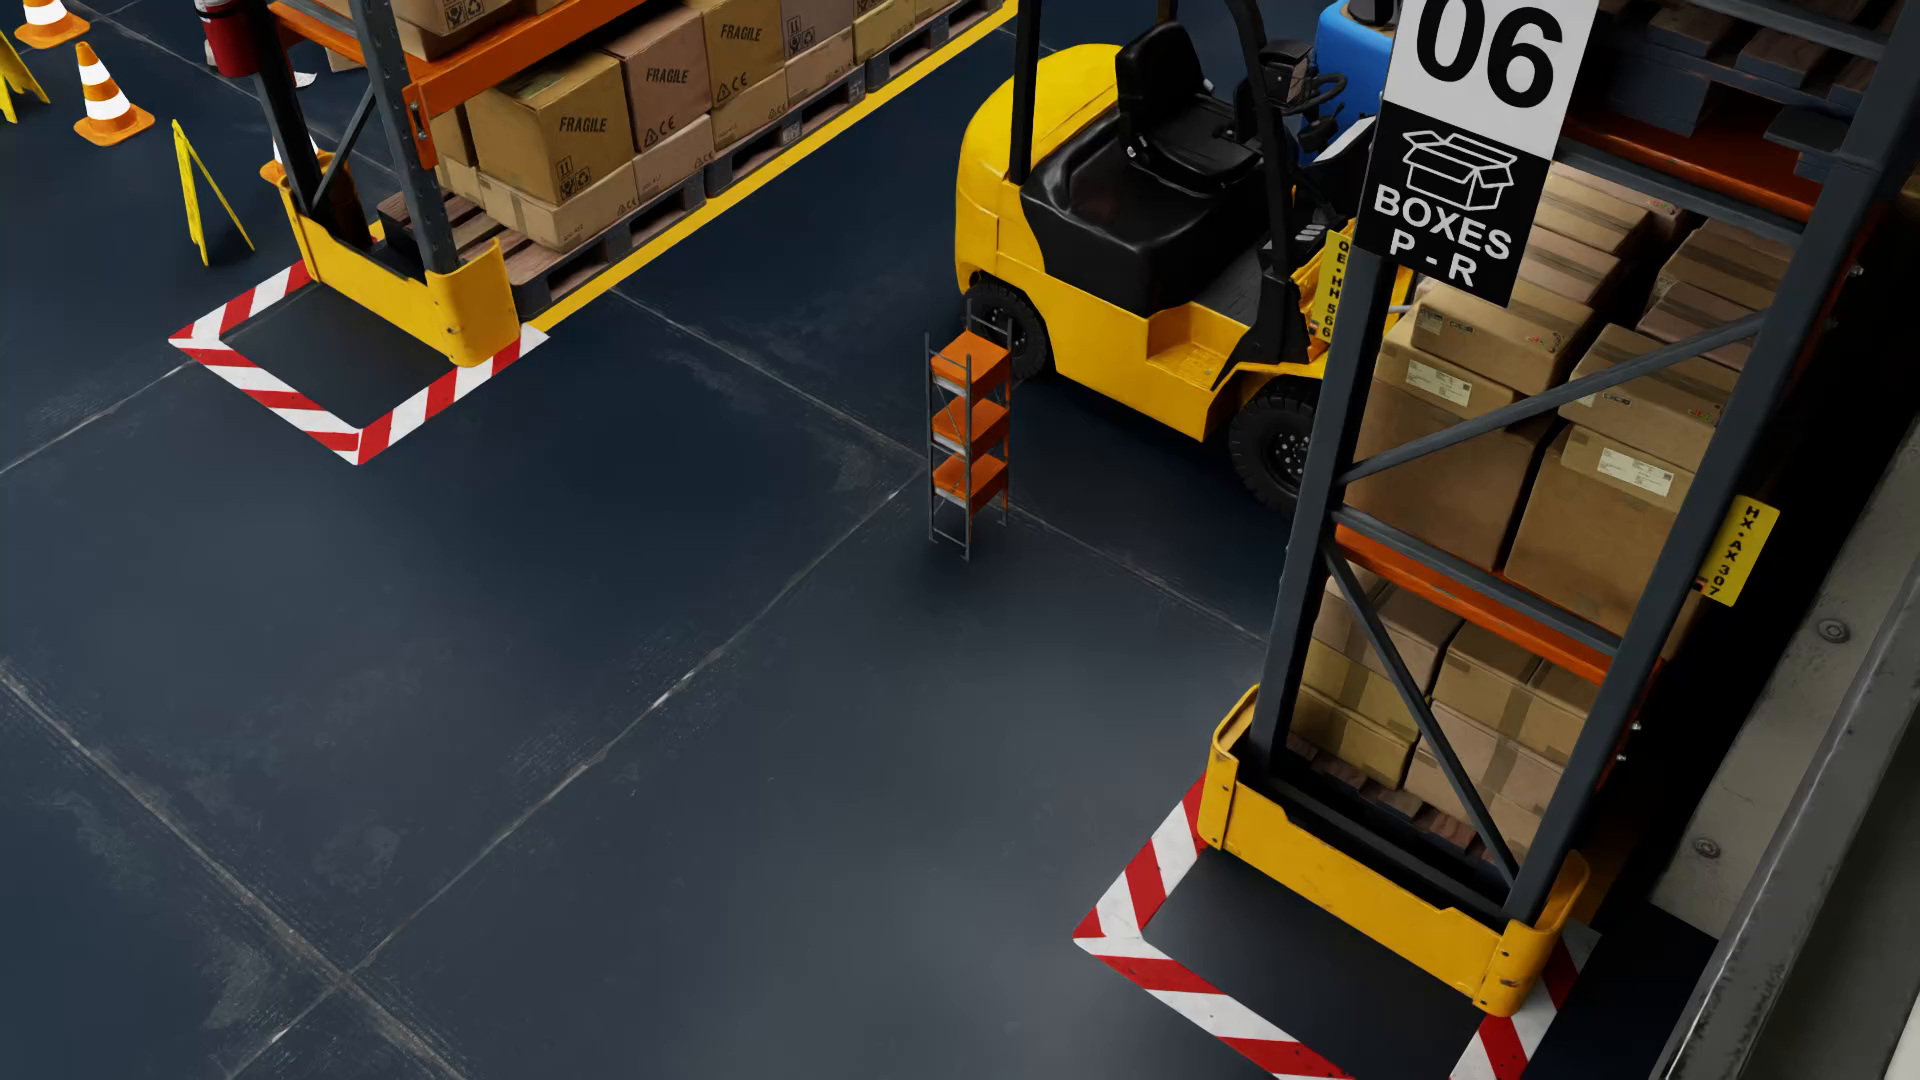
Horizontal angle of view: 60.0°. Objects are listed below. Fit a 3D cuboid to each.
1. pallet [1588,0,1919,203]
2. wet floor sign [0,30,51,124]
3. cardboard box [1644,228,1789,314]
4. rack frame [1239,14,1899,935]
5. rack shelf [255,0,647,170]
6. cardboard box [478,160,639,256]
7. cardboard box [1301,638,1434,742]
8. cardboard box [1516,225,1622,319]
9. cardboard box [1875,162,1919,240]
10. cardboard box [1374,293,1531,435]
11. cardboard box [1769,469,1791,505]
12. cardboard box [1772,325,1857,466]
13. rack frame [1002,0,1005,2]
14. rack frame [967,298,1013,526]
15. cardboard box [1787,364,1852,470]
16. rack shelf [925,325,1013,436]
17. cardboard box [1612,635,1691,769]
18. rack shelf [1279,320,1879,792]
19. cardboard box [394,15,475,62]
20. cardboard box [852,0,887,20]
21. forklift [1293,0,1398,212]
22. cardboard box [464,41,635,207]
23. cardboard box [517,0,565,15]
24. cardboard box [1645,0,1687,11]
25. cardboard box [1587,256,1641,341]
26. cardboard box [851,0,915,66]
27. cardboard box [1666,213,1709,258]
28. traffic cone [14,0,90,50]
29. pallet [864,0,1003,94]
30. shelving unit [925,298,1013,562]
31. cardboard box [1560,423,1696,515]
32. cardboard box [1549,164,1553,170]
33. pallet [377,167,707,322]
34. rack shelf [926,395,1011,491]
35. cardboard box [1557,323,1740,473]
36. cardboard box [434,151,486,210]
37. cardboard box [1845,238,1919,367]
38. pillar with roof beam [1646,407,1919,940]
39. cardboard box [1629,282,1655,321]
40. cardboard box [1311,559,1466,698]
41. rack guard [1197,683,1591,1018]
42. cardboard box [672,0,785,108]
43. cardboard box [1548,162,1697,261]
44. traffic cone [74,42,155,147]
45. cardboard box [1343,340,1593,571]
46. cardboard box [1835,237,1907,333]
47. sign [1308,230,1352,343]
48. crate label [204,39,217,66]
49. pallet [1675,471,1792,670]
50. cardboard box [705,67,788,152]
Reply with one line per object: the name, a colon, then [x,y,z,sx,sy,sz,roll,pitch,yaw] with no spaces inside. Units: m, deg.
pallet: [1.816,-1.296,3.763,1.003,0.211,1.213,29,53,25]
wet floor sign: [-4.996,-2.515,8.569,0.267,0.644,0.232,21,50,19]
cardboard box: [2.075,-0.648,4.434,0.380,0.149,0.250,30,53,26]
rack frame: [1.363,0.103,4.440,1.000,3.000,0.127,29,53,25]
rack shelf: [-1.344,-2.985,7.888,1.077,0.370,4.000,29,53,25]
cardboard box: [-1.855,-1.624,7.701,0.500,0.250,0.500,29,53,25]
cardboard box: [1.414,0.318,5.500,0.500,0.250,0.500,29,53,25]
cardboard box: [1.542,-0.711,4.495,0.380,0.149,0.250,29,53,25]
cardboard box: [2.618,-1.052,4.820,0.380,0.149,0.250,28,52,24]
cardboard box: [1.354,-0.478,4.477,0.380,0.149,0.250,30,53,25]
cardboard box: [3.056,-0.437,6.567,0.500,0.250,0.500,29,53,25]
cardboard box: [2.187,-0.400,4.852,0.500,0.500,0.500,31,54,26]
rack frame: [-0.121,-4.378,8.721,1.000,3.000,0.127,29,53,25]
rack frame: [0.107,-0.463,6.329,0.200,1.050,0.008,29,53,25]
cardboard box: [3.061,-0.594,6.372,0.500,0.250,0.500,29,53,25]
rack shelf: [0.033,-0.582,6.065,0.215,0.259,0.240,29,53,25]
cardboard box: [2.148,0.436,5.733,0.500,0.250,0.500,30,53,25]
rack shelf: [2.586,-0.793,5.794,1.077,0.370,4.000,29,53,25]
cardboard box: [-2.195,-2.105,6.723,0.380,0.149,0.250,29,53,25]
cardboard box: [-0.580,-3.083,8.577,0.500,0.500,0.500,30,53,26]
forklift: [2.992,-3.108,7.555,3.031,2.935,1.130,-35,56,-29]
cardboard box: [-1.841,-1.897,7.443,0.500,0.500,0.500,28,52,24]
cardboard box: [-1.826,-2.372,6.978,0.380,0.149,0.250,28,52,24]
cardboard box: [1.441,-1.508,3.476,0.500,0.500,0.500,31,54,26]
cardboard box: [1.694,-0.759,4.746,0.380,0.149,0.250,30,53,26]
cardboard box: [-0.588,-2.807,8.831,0.500,0.250,0.500,28,52,24]
cardboard box: [2.094,-0.915,5.344,0.500,0.500,0.500,28,53,24]
traffic cone: [-5.097,-3.020,9.178,0.336,0.463,0.334,29,53,25]
pallet: [-0.504,-3.015,9.347,1.003,0.211,1.213,29,53,25]
shelving unit: [0.033,-0.393,6.263,0.215,1.050,0.252,29,53,25]
cardboard box: [1.776,-0.235,4.245,0.380,0.149,0.250,28,52,24]
cardboard box: [1.980,-1.069,5.042,0.380,0.149,0.250,28,52,24]
pallet: [-1.996,-1.619,8.013,1.003,0.211,1.213,29,53,25]
rack shelf: [0.033,-0.386,6.270,0.215,0.259,0.240,29,53,25]
cardboard box: [1.738,-0.356,4.155,0.380,0.149,0.250,28,53,24]
cardboard box: [-2.271,-1.880,7.945,0.500,0.250,0.500,29,53,25]
cardboard box: [2.807,-0.975,5.401,0.500,0.500,0.500,30,53,26]
pillar with roof beam: [-0.904,-3.872,4.089,9.100,9.000,0.400,29,53,25]
cardboard box: [2.037,-0.547,4.543,0.380,0.149,0.250,28,53,24]
cardboard box: [1.398,0.161,5.304,0.500,0.250,0.500,31,54,26]
rack guard: [1.349,0.980,5.331,1.175,0.500,0.348,29,53,25]
cardboard box: [-1.211,-2.481,8.001,0.500,0.500,0.500,30,53,26]
cardboard box: [1.892,-0.983,4.754,0.380,0.149,0.250,30,53,25]
traffic cone: [-4.411,-2.326,8.514,0.336,0.463,0.334,29,53,25]
cardboard box: [1.457,-0.329,4.784,0.500,0.500,0.500,28,52,24]
cardboard box: [2.457,-0.784,4.770,0.380,0.149,0.250,30,53,25]
sign: [0.943,-0.627,4.173,0.100,0.325,0.005,29,53,25]
crate label: [-3.979,-2.690,9.088,0.250,0.136,0.298,6,47,5]
pallet: [2.544,-0.085,6.548,1.003,0.211,1.213,29,53,25]
cardboard box: [-1.213,-2.230,8.280,0.500,0.250,0.500,33,54,27]
